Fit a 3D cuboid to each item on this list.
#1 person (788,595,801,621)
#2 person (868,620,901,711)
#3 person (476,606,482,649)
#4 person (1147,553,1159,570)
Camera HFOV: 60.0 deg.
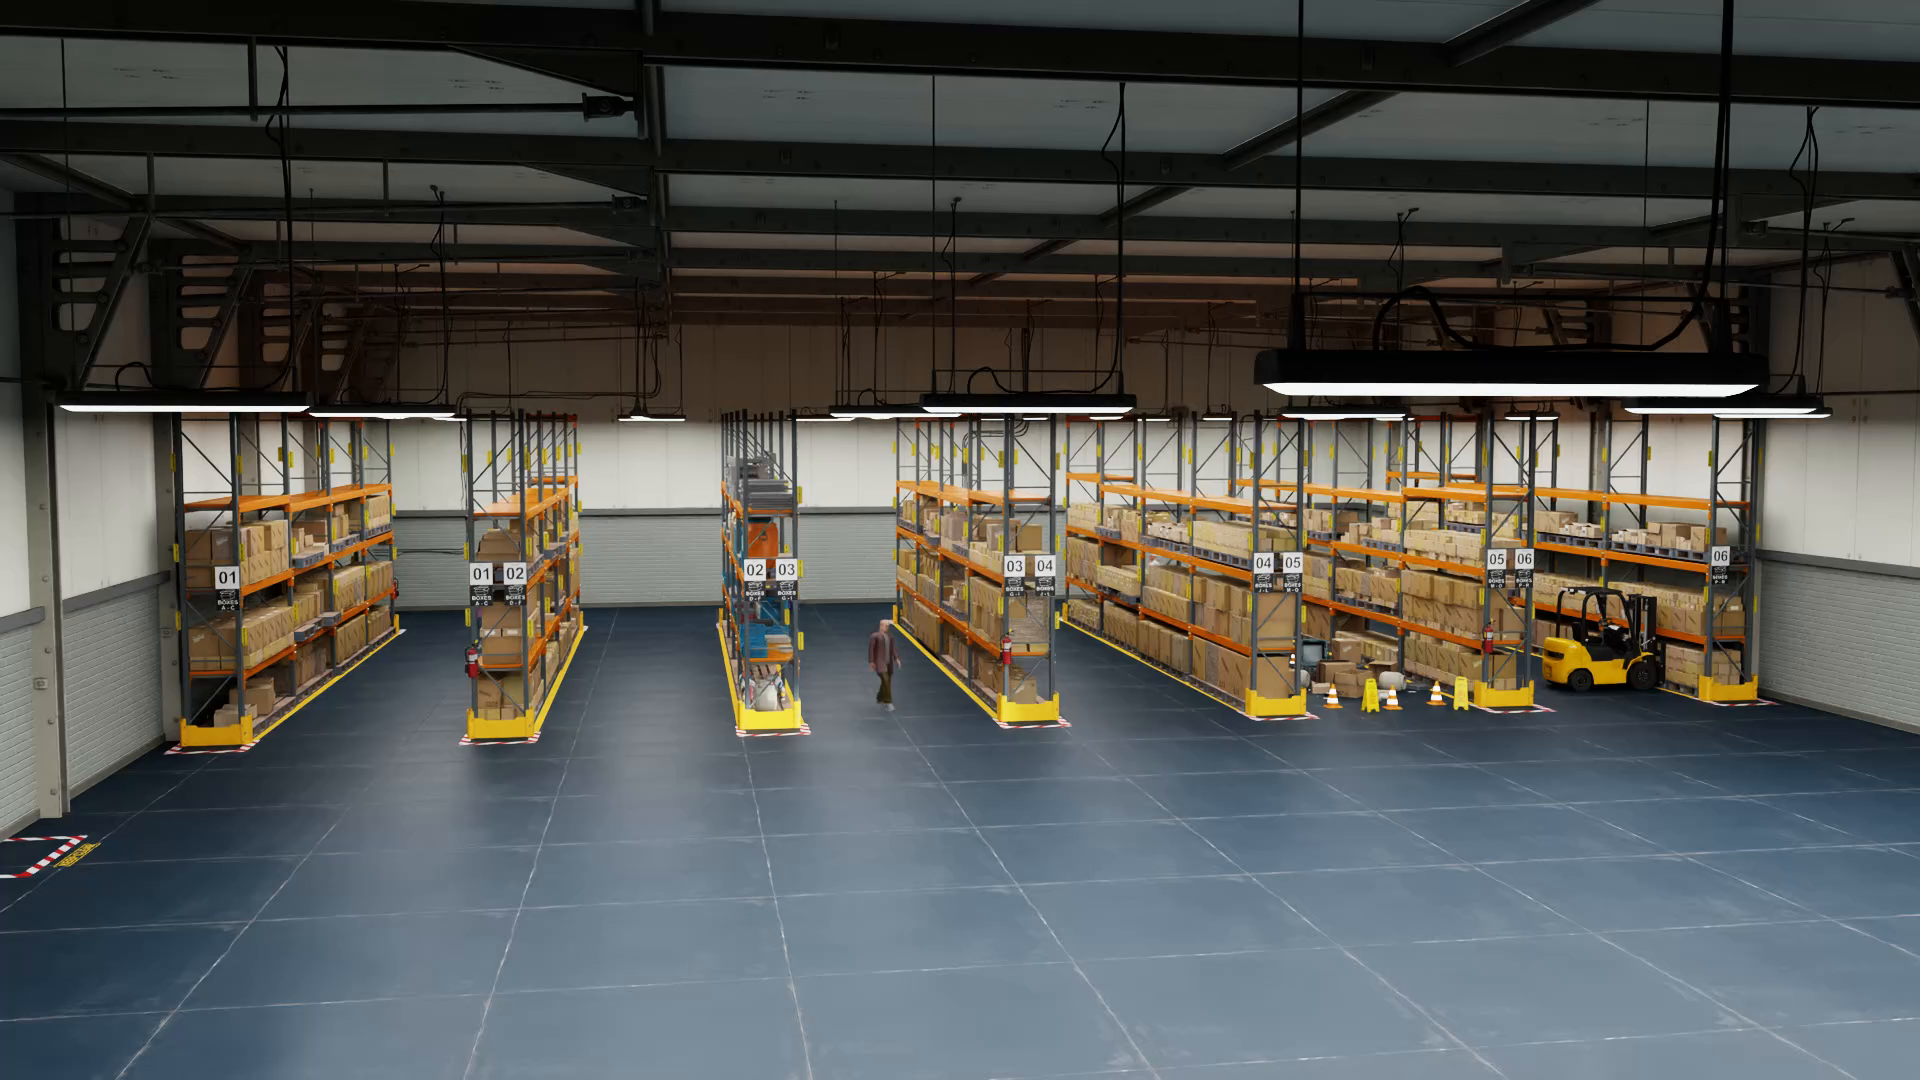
[{"bbox_3d":[-4.878,1.522,48.453,0.422,1.670,0.507,-1,4,-12],"label":"person"},{"bbox_3d":[-1.467,2.511,33.536,0.821,1.792,0.600,4,6,44],"label":"person"},{"bbox_3d":[-12.157,1.970,42.414,0.454,1.540,0.972,-1,4,-11],"label":"person"},{"bbox_3d":[6.009,1.240,51.491,0.826,1.771,0.524,0,4,-5],"label":"person"}]
